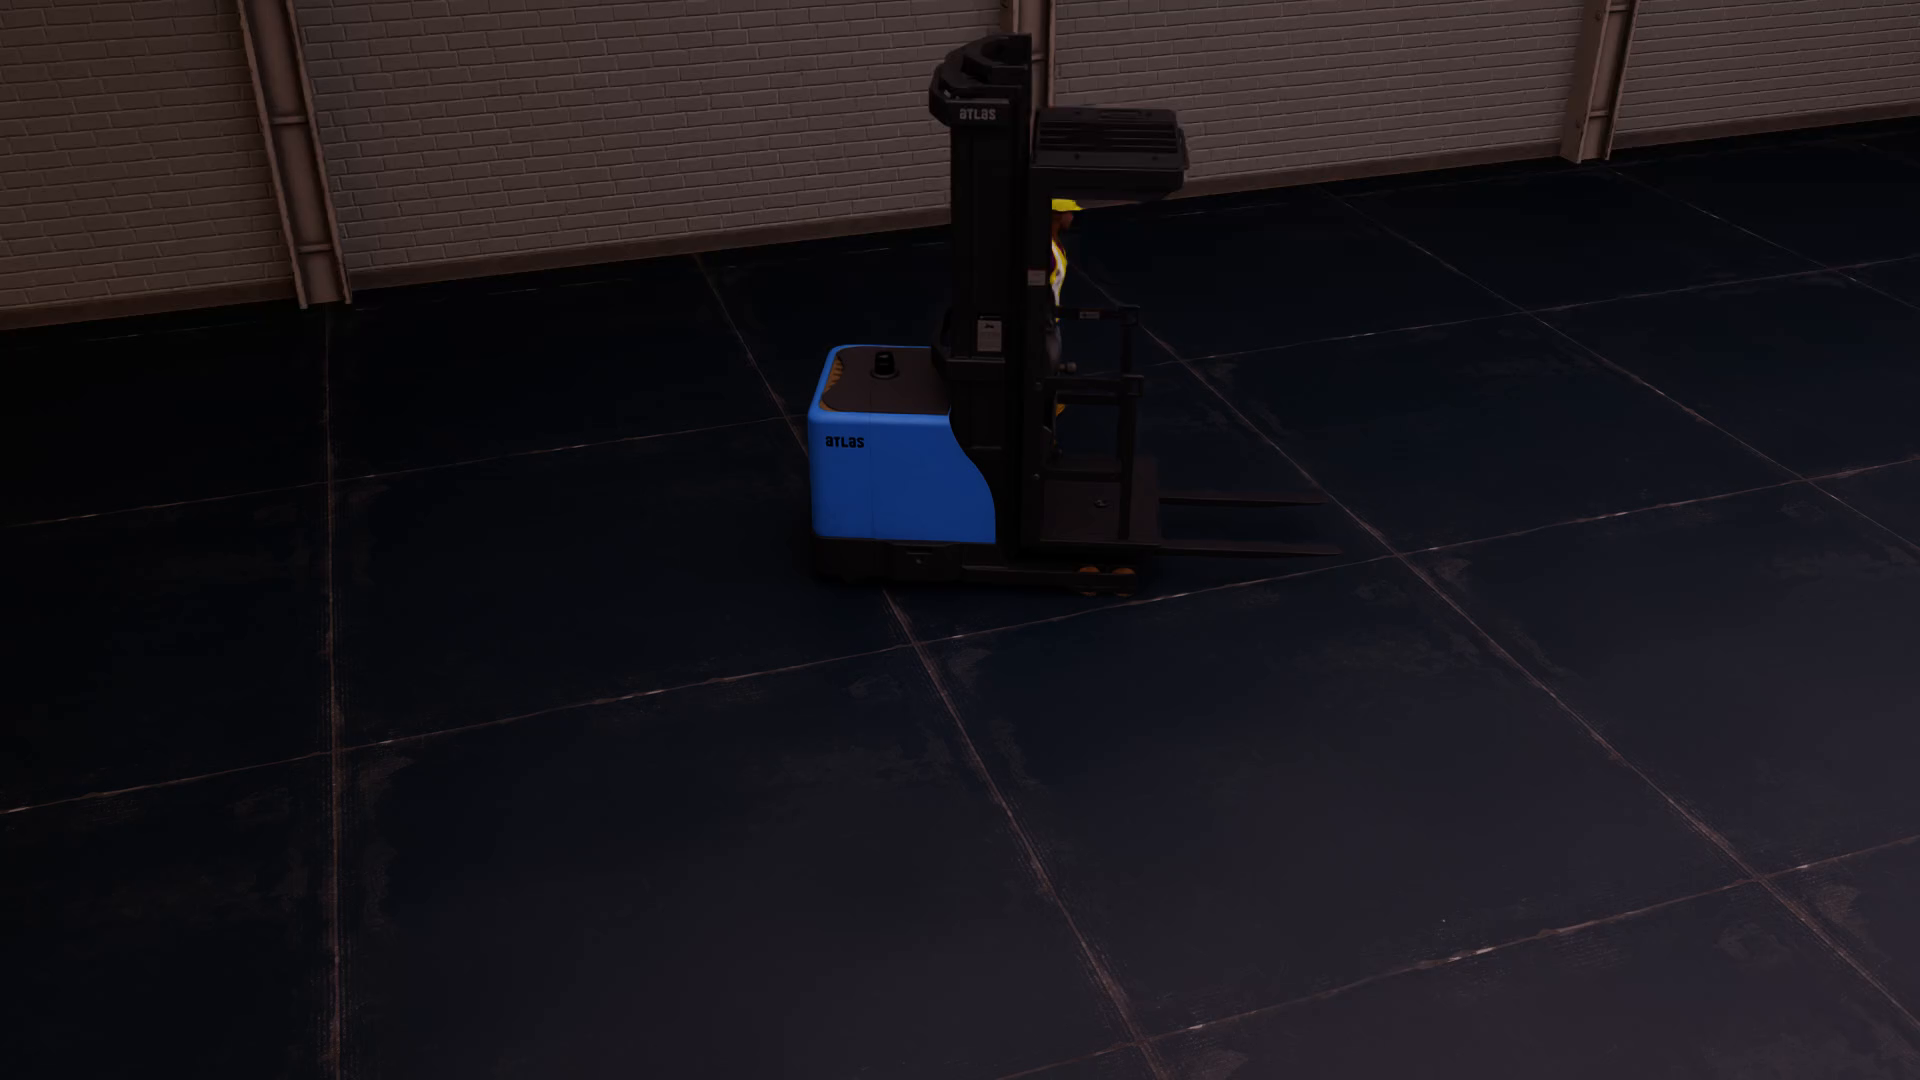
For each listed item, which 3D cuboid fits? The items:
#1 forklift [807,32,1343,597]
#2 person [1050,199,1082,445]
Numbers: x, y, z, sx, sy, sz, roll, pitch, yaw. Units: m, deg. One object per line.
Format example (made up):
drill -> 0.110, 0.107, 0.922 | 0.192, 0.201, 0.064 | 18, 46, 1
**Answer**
forklift -> 0.687, -1.221, 9.208 | 3.031, 2.935, 1.130 | 2, 30, 4
person -> 0.552, -1.457, 10.821 | 0.442, 1.733, 0.864 | 1, 30, 2
